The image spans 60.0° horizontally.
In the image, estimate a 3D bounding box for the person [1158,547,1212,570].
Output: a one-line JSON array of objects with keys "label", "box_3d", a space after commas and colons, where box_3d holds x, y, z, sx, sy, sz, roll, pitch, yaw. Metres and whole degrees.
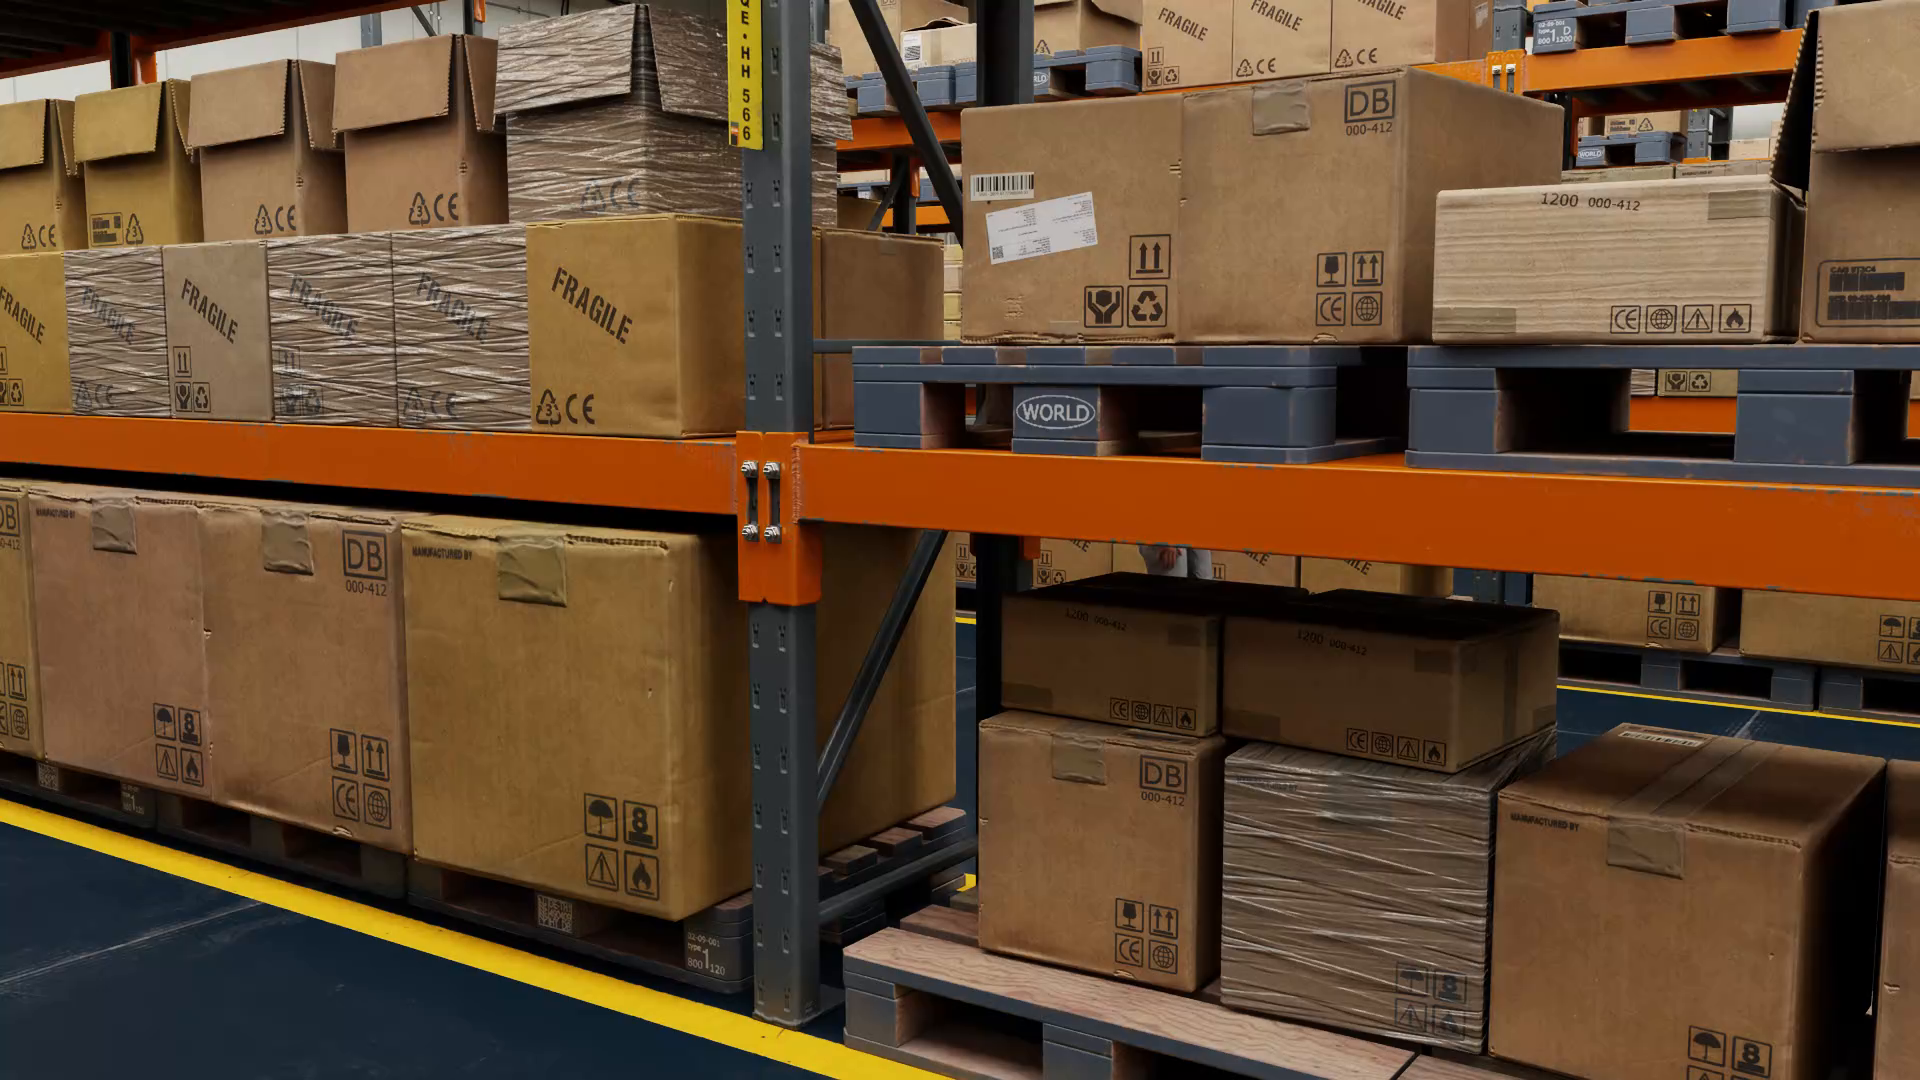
[{"label": "person", "box_3d": [0.837, -0.017, 6.345, 0.347, 1.592, 0.477, 4, 8, 30]}]
